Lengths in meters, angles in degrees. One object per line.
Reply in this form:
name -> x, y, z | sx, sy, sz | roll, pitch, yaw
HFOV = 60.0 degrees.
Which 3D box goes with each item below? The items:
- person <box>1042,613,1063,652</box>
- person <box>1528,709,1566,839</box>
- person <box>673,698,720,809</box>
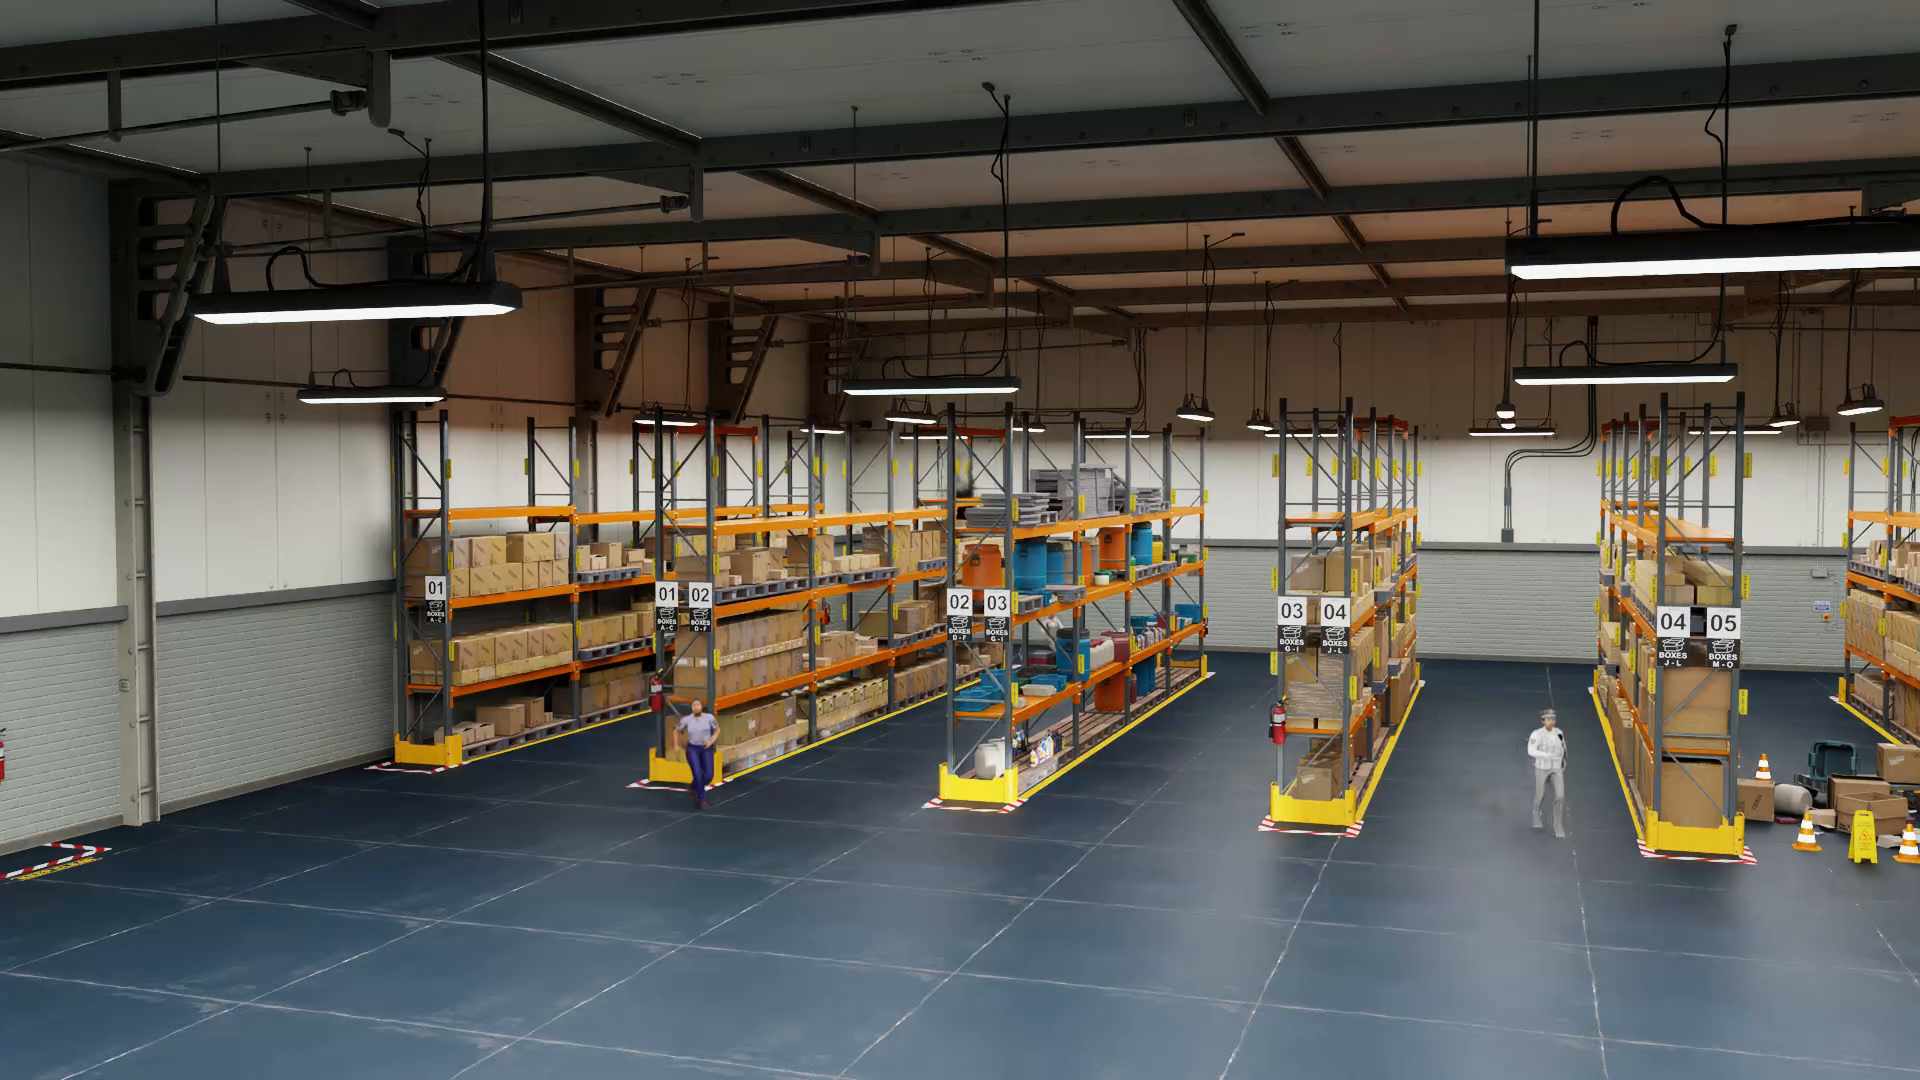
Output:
person -> 2.316, 2.467, 41.082 | 0.594, 1.538, 0.510 | 0, 2, -3
person -> 8.049, 3.177, 22.786 | 0.604, 1.751, 0.799 | 0, 2, 1
person -> -3.892, 3.163, 24.645 | 0.700, 1.631, 0.497 | -1, 3, -24
